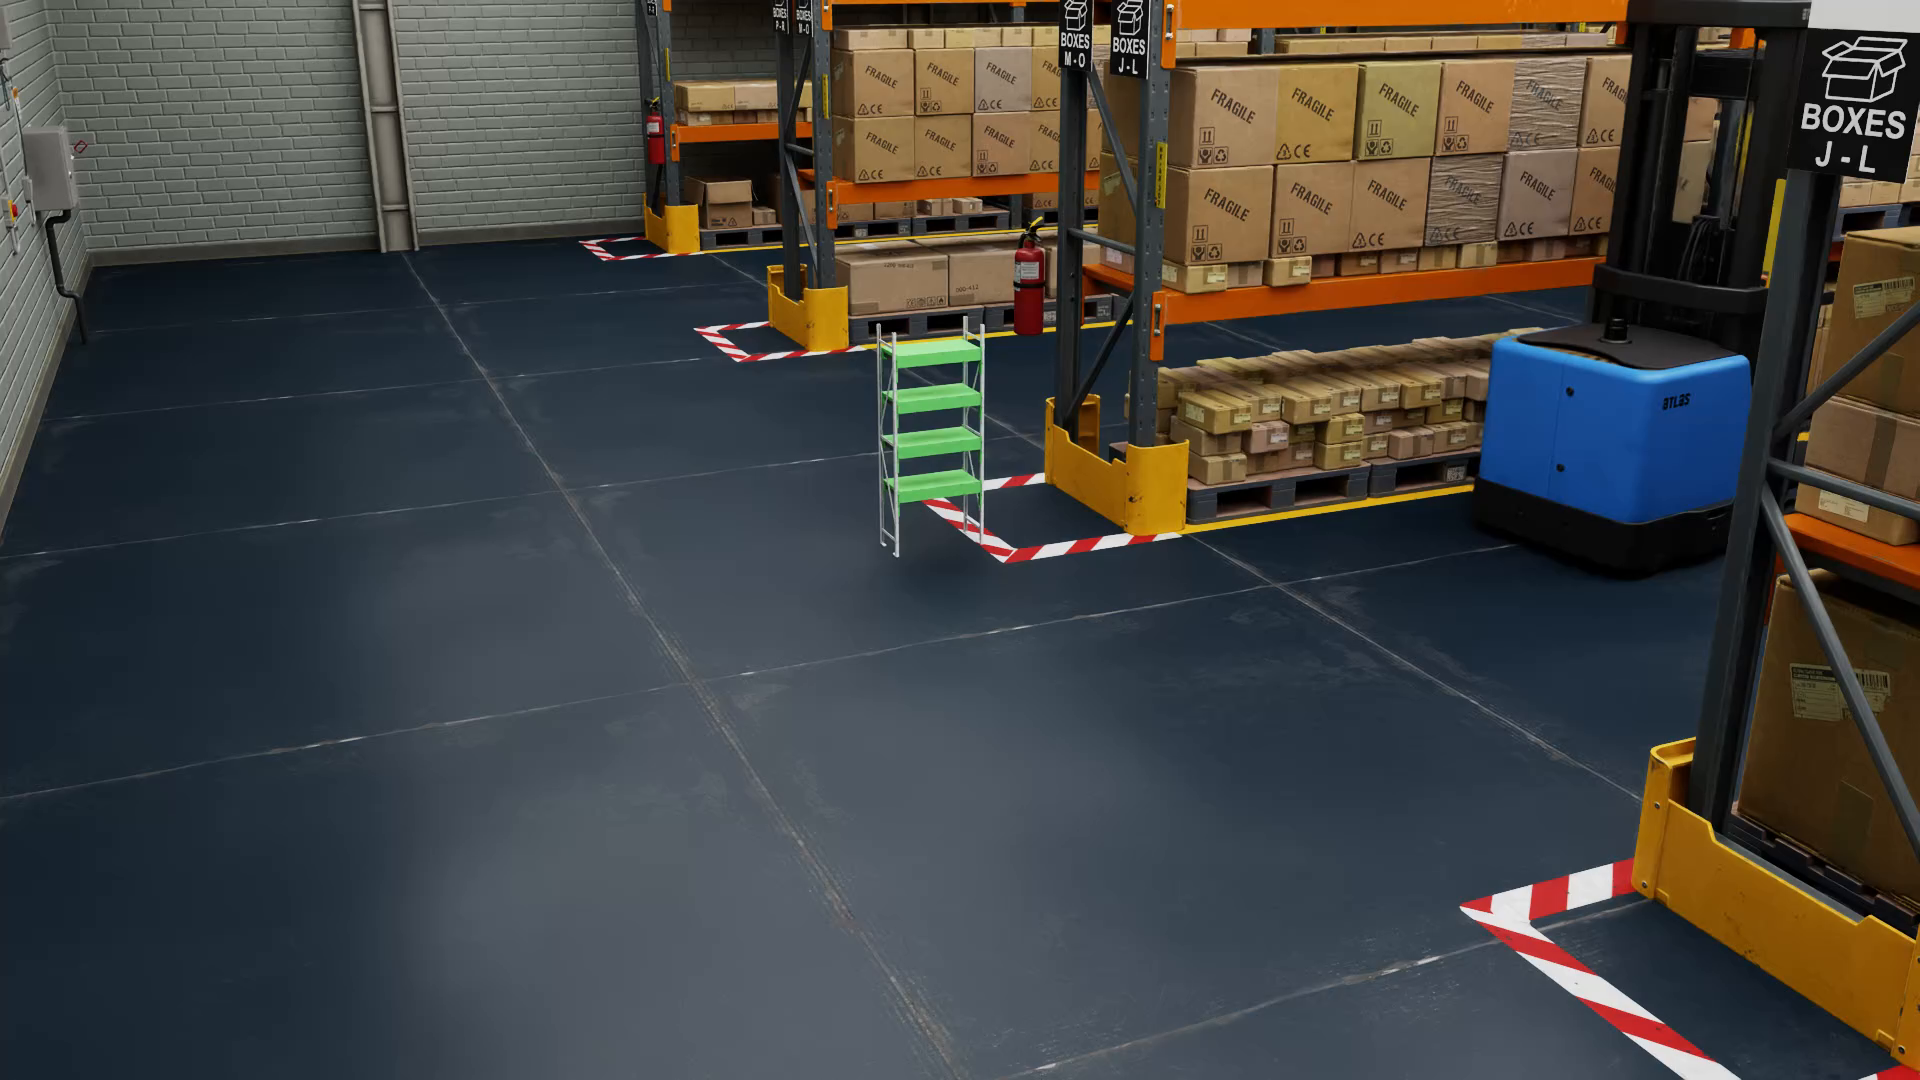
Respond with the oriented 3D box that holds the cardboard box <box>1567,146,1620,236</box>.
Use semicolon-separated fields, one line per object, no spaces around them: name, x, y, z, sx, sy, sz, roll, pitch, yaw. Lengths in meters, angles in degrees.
cardboard box;3.673;-2.114;9.912;0.500;0.500;0.500;-9;21;-23

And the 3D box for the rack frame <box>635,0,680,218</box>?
rack frame;-3.214;-4.628;17.649;0.127;3.000;1.000;-8;21;-22

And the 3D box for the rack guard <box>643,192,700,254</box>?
rack guard;-3.144;-3.459;18.092;0.348;0.500;1.175;-8;21;-22

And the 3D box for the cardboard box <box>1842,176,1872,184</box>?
cardboard box;5.500;-2.345;10.463;0.250;0.149;0.380;-8;21;-21

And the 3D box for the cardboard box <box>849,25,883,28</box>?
cardboard box;-0.770;-4.088;13.484;0.250;0.149;0.380;-8;21;-21

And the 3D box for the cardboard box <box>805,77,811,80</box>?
cardboard box;-1.486;-5.039;18.594;0.500;0.250;0.500;-8;21;-22

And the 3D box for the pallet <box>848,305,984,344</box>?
pallet;-0.541;-1.928;14.181;1.213;0.211;1.003;-8;21;-22

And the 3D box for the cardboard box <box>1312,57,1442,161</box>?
cardboard box;2.274;-2.385;9.176;0.500;0.500;0.500;-9;21;-23

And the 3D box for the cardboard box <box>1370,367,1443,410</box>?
cardboard box;2.625;-0.897;9.817;0.250;0.149;0.380;-8;21;-21

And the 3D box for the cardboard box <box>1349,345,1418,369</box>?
cardboard box;2.639;-1.099;10.390;0.250;0.149;0.380;-8;21;-22

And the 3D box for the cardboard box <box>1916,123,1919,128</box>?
cardboard box;6.213;-2.587;10.702;0.250;0.149;0.380;-7;21;-20

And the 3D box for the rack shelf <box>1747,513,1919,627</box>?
rack shelf;4.517;-0.016;5.635;4.000;0.370;1.077;-8;21;-22

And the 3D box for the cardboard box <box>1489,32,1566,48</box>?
cardboard box;5.262;-4.468;15.539;0.500;0.500;0.500;-8;21;-21

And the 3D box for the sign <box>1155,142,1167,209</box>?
sign;1.024;-1.861;8.488;0.005;0.325;0.100;-8;21;-22

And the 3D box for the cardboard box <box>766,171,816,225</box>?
cardboard box;-1.814;-3.799;18.426;0.500;0.500;0.700;-7;21;-20

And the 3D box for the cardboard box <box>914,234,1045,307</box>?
cardboard box;0.159;-2.344;14.389;0.875;0.438;0.875;-8;21;-20

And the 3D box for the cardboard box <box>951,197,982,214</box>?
cardboard box;0.064;-3.844;19.084;0.250;0.149;0.380;-9;21;-24

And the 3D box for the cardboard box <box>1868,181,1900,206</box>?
cardboard box;5.740;-2.238;10.608;0.250;0.149;0.380;-8;21;-21

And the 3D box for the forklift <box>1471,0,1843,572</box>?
forklift;4.330;-1.572;9.075;3.031;2.935;1.130;-12;23;-31

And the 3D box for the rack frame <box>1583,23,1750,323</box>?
rack frame;4.482;-2.145;10.596;0.127;3.000;1.000;-8;21;-22

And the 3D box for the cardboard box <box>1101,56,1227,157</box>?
cardboard box;1.131;-2.413;9.256;0.500;0.500;0.500;-9;21;-23

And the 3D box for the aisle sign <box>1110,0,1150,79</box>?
aisle sign;0.861;-2.743;8.383;0.004;0.787;0.394;-8;21;-22

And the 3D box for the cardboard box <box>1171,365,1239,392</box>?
cardboard box;1.448;-0.915;9.868;0.250;0.149;0.380;-8;21;-21

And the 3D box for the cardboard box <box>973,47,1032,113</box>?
cardboard box;0.250;-3.750;13.499;0.500;0.500;0.500;-8;21;-22

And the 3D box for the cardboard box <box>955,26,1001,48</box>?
cardboard box;0.143;-4.048;13.369;0.250;0.149;0.380;-8;21;-21

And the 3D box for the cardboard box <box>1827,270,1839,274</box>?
cardboard box;6.223;-1.670;11.252;0.500;0.250;0.500;-7;21;-20

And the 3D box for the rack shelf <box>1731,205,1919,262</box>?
rack shelf;6.318;-2.068;11.463;4.000;0.370;1.077;-8;21;-22

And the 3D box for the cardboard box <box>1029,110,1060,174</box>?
cardboard box;0.691;-3.345;13.854;0.500;0.500;0.500;-7;21;-20

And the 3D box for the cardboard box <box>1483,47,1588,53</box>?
cardboard box;3.501;-2.746;10.200;0.500;0.500;0.500;-9;21;-24

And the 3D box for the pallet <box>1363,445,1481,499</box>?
pallet;2.757;-0.568;10.318;1.213;0.211;1.003;-8;21;-22

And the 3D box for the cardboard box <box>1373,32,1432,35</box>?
cardboard box;4.154;-4.499;15.626;0.500;0.500;0.500;-8;21;-21

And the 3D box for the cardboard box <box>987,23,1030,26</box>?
cardboard box;0.404;-4.261;13.974;0.250;0.149;0.380;-7;21;-20

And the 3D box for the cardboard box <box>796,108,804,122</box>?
cardboard box;-1.863;-4.613;17.984;0.250;0.149;0.380;-8;21;-21

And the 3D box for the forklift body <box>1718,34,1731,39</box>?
forklift body;10.459;-5.526;21.479;1.214;2.155;2.313;-8;21;-22

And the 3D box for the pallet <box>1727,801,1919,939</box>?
pallet;3.384;1.094;5.598;1.213;0.211;1.003;-8;21;-22

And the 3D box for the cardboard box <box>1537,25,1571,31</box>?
cardboard box;7.978;-6.834;22.339;0.250;0.149;0.380;-8;21;-22

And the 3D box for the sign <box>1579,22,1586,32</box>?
sign;8.029;-6.551;21.487;0.005;0.325;0.100;-8;21;-22

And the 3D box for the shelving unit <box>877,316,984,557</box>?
shelving unit;-0.152;-0.544;8.761;0.503;1.200;0.258;-8;21;-22

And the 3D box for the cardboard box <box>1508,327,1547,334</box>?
cardboard box;3.807;-1.278;10.900;0.250;0.149;0.380;-7;21;-19

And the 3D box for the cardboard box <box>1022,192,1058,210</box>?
cardboard box;0.992;-4.168;19.474;0.500;0.500;0.500;-7;21;-20

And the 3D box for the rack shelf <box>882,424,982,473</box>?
rack shelf;-0.152;-0.484;8.782;0.480;0.148;0.258;-8;21;-22

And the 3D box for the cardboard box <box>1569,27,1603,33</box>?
cardboard box;8.215;-6.651;21.820;0.250;0.149;0.380;-8;21;-21

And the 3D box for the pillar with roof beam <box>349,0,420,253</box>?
pillar with roof beam;-4.341;-6.065;12.697;0.400;9.000;9.100;-8;21;-22

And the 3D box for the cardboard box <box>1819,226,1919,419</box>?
cardboard box;3.024;-0.660;5.029;0.500;0.500;0.500;-8;21;-21

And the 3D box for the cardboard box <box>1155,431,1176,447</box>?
cardboard box;1.210;-0.605;9.883;0.250;0.149;0.380;-8;21;-21

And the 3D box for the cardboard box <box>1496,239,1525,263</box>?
cardboard box;3.111;-1.745;9.838;0.250;0.149;0.380;-8;21;-23

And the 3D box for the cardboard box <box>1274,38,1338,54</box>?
cardboard box;2.946;-4.130;14.578;0.500;0.500;0.500;-8;21;-21

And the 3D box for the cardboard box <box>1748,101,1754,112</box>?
cardboard box;7.977;-4.430;16.834;0.250;0.149;0.380;-7;21;-20

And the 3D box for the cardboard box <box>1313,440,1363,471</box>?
cardboard box;2.128;-0.537;9.692;0.250;0.149;0.380;-8;21;-21

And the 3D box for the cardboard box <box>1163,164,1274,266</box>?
cardboard box;1.331;-1.781;8.964;0.500;0.500;0.500;-7;21;-19

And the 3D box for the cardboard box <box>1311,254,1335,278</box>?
cardboard box;1.906;-1.584;9.381;0.250;0.149;0.380;-7;21;-19

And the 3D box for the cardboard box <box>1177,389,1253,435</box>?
cardboard box;1.425;-0.718;9.308;0.250;0.149;0.380;-9;21;-24

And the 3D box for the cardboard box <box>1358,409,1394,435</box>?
cardboard box;2.340;-0.745;9.834;0.250;0.149;0.380;-9;21;-25

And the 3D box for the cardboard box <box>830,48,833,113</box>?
cardboard box;-0.896;-3.769;13.555;0.500;0.500;0.500;-7;21;-20

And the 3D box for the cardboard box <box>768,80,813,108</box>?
cardboard box;-1.764;-4.809;17.941;0.500;0.250;0.500;-9;21;-23
